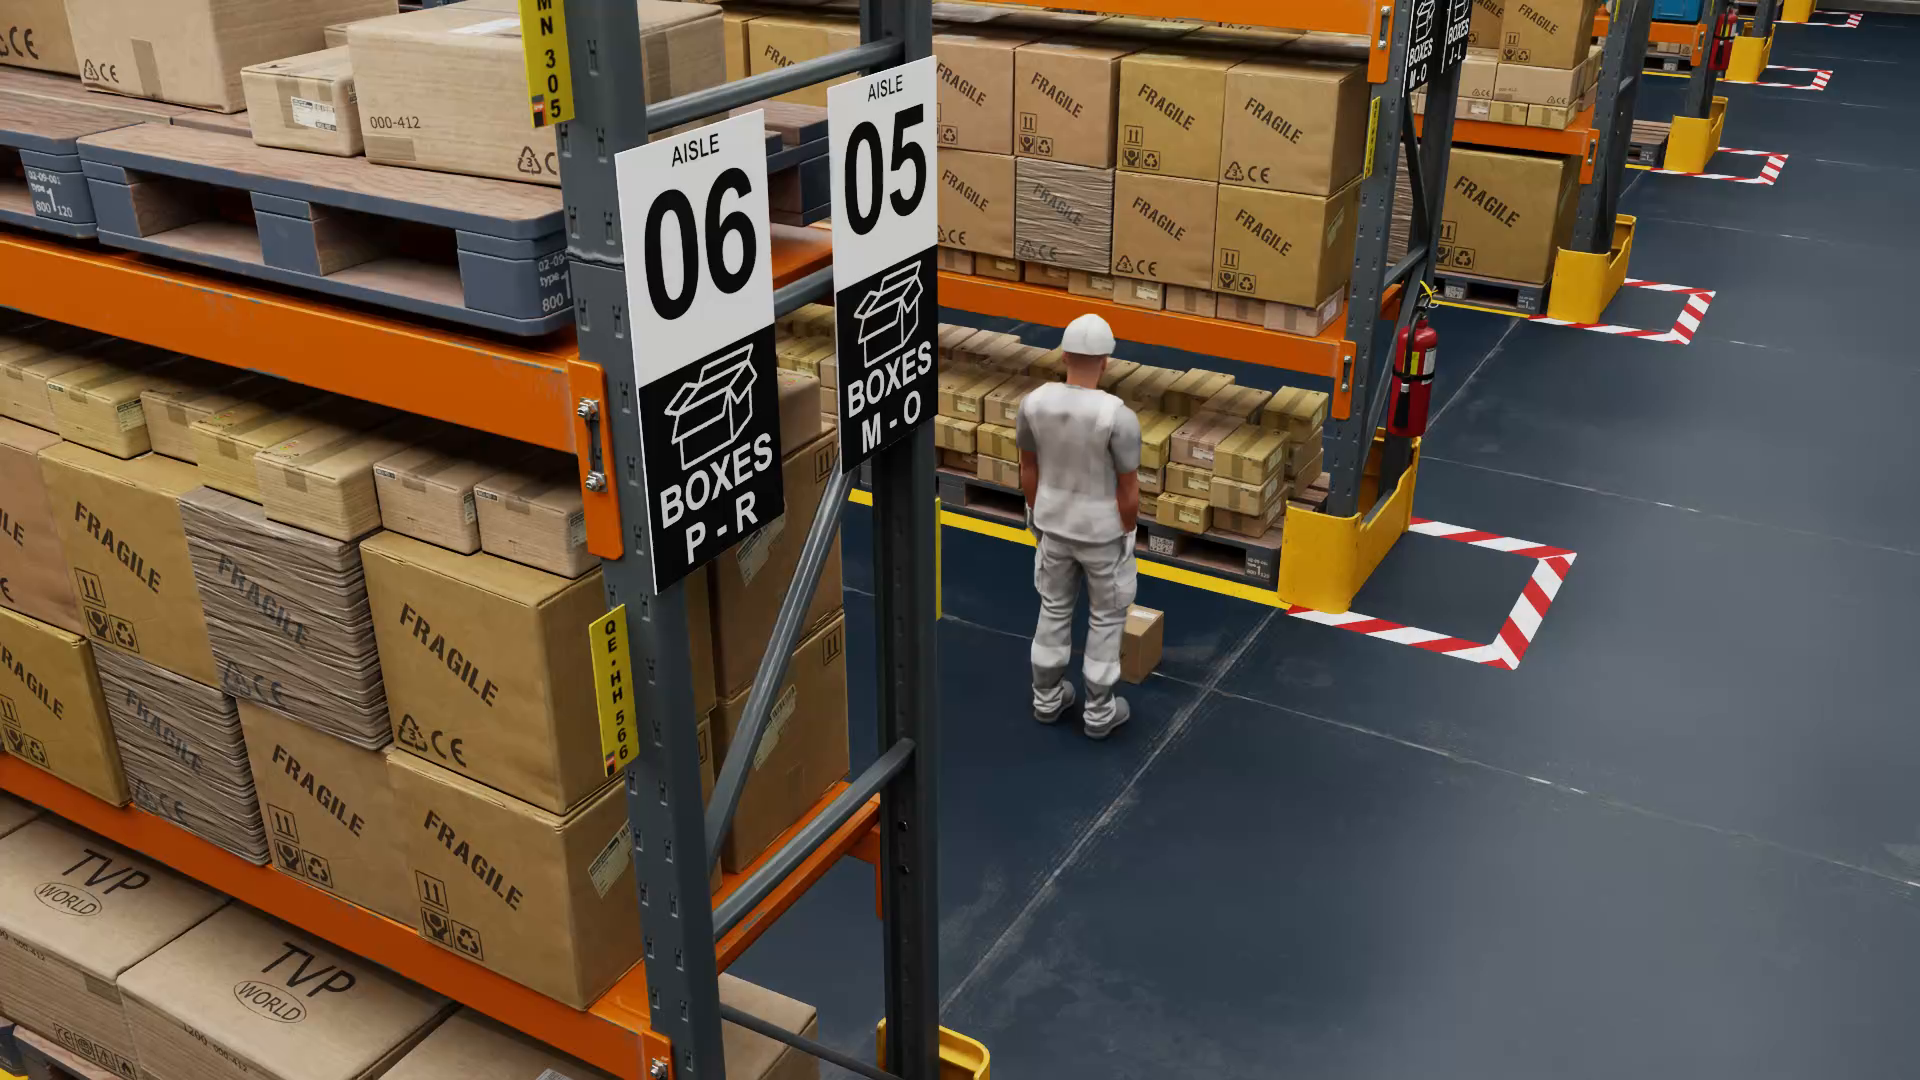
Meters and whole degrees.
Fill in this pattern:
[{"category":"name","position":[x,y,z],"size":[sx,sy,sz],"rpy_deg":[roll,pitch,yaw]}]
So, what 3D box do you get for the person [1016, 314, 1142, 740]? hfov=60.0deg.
[{"category":"person","position":[0.485,-0.049,6.698],"size":[0.528,1.776,0.358],"rpy_deg":[15,30,27]}]
